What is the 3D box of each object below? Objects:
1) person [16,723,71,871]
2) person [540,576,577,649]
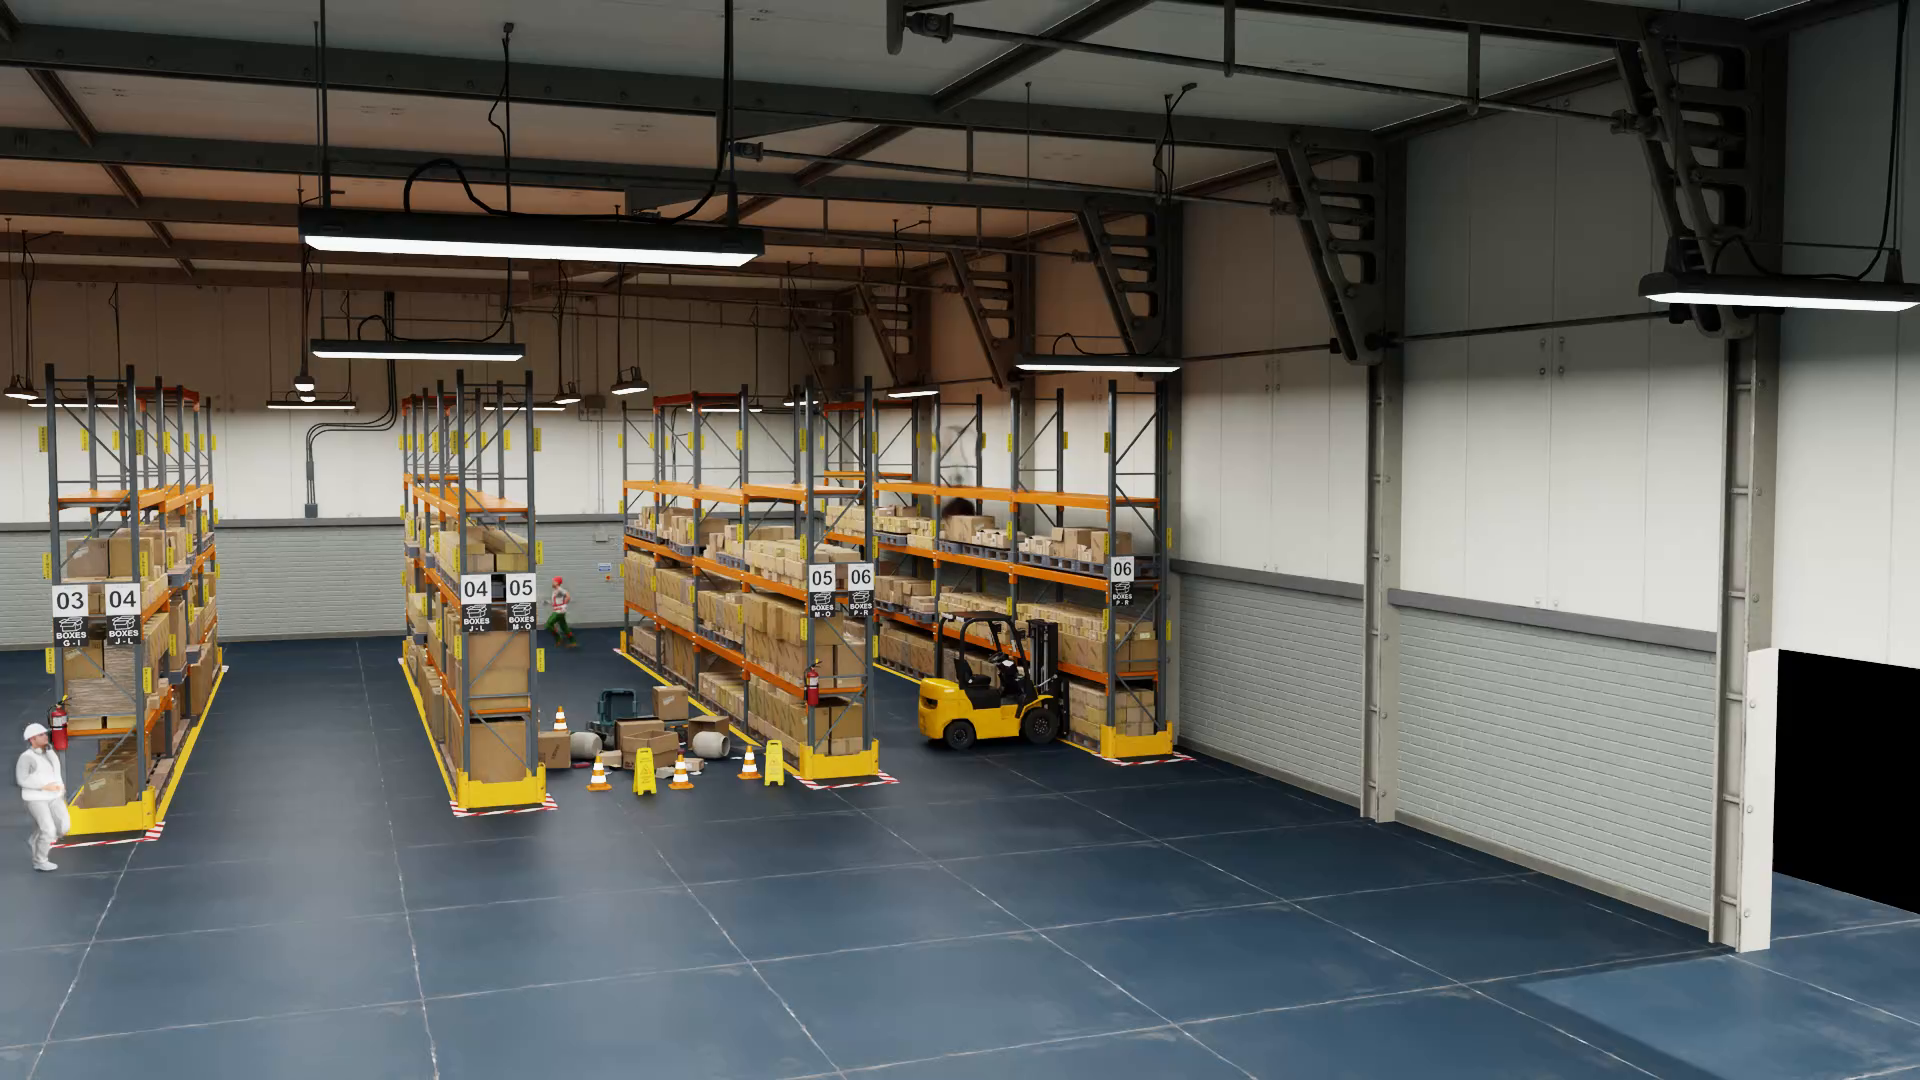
[{"bbox_3d":[-10.718,3.000,19.443,0.599,1.726,0.678,1,3,11],"label":"person"},{"bbox_3d":[-9.693,1.755,40.172,0.862,1.748,0.680,-1,3,-15],"label":"person"}]
